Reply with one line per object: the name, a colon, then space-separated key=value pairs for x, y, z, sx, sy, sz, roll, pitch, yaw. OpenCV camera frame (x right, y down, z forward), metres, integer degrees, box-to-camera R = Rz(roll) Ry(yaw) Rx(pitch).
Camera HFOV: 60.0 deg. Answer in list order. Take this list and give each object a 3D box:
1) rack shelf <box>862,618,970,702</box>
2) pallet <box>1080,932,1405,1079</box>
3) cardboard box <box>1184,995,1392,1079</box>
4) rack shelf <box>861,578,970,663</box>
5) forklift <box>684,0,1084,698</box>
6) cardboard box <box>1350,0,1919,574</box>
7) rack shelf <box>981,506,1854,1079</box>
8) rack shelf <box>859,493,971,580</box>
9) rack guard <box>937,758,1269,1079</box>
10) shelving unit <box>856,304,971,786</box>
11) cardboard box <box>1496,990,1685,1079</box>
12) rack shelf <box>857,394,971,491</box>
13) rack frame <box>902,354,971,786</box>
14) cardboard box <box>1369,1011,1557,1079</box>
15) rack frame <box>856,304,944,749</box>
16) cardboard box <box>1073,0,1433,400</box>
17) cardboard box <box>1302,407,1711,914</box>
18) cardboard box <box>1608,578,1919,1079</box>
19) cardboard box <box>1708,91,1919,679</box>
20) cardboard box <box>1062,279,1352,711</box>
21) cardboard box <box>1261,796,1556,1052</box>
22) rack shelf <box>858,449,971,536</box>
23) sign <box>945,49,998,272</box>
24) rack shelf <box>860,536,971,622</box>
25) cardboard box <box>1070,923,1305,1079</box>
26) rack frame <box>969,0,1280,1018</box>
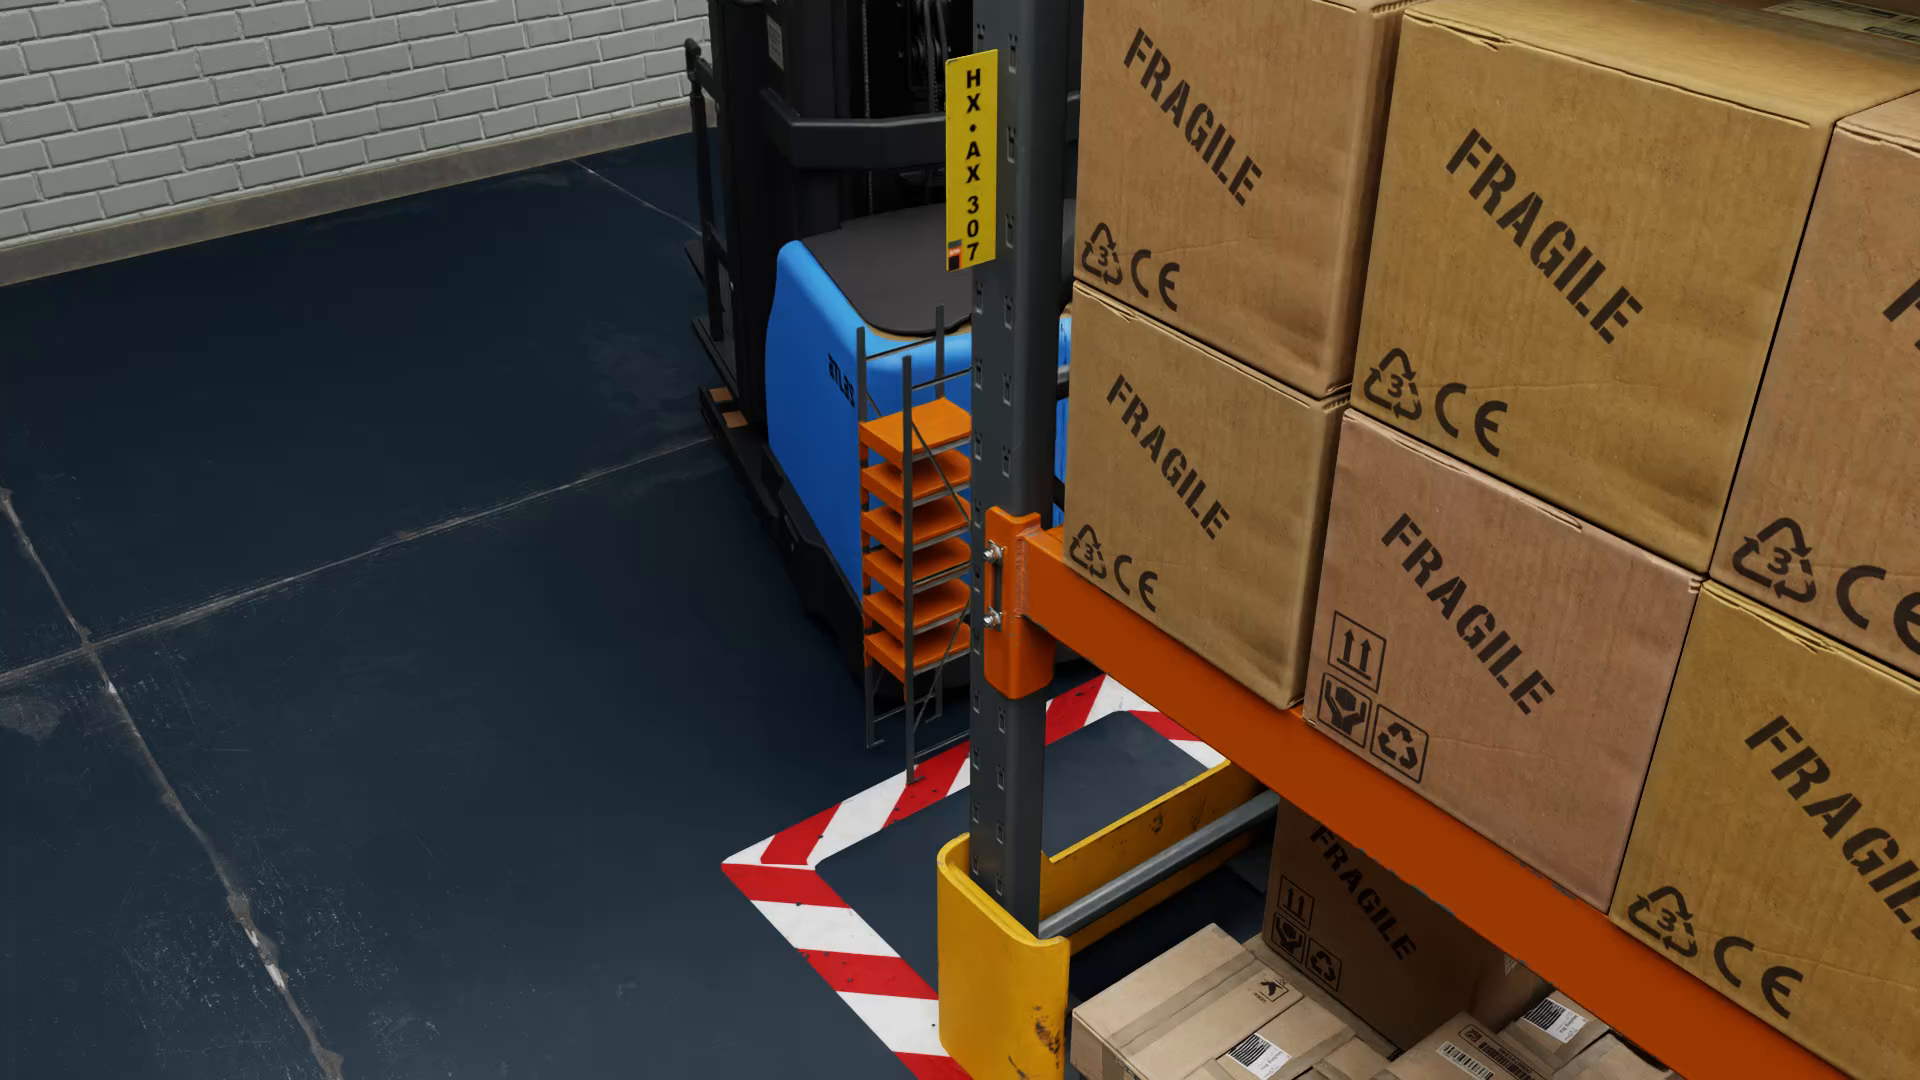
rack shelf: x=-0.089 y=0.281 z=4.196 sx=0.258 sy=0.103 sz=0.180 roll=-21 pitch=37 yaw=-30
pallet: x=0.985 y=1.175 z=3.159 sx=1.003 sy=0.211 sz=1.213 roll=-22 pitch=38 yaw=-31
cardboard box: x=0.587 y=1.033 z=3.012 sx=0.380 sy=0.166 sz=0.250 roll=-22 pitch=38 yaw=-31
rack shelf: x=-0.088 y=0.179 z=4.133 sx=0.258 sy=0.103 sz=0.180 roll=-21 pitch=37 yaw=-30
forklift: x=-0.271 y=-1.590 z=5.033 sx=1.130 sy=2.935 sz=3.031 roll=-11 pitch=34 yaw=-17
cardboard box: x=0.839 y=-0.355 z=1.937 sx=0.500 sy=0.500 sz=0.500 roll=-22 pitch=38 yaw=-31
rack shelf: x=1.675 y=0.765 z=1.856 sx=1.077 sy=0.370 sz=4.000 roll=-22 pitch=38 yaw=-31
rack shelf: x=-0.086 y=-0.026 z=4.008 sx=0.258 sy=0.103 sz=0.180 roll=-21 pitch=37 yaw=-30
rack guard: x=0.495 y=0.720 z=3.617 sx=1.175 sy=0.500 sz=0.348 roll=-22 pitch=38 yaw=-31
shelving unit: x=-0.087 y=0.039 z=4.047 sx=0.258 sy=1.200 sz=0.189 roll=-21 pitch=37 yaw=-30
cardboard box: x=1.154 y=0.988 z=3.085 sx=0.380 sy=0.166 sz=0.250 roll=-22 pitch=38 yaw=-31
rack shelf: x=-0.084 y=-0.230 z=3.882 sx=0.258 sy=0.103 sz=0.180 roll=-21 pitch=37 yaw=-30
rack frame: x=-0.033 y=0.078 z=3.984 sx=0.240 sy=1.200 sz=0.006 roll=-21 pitch=37 yaw=-30
cardboard box: x=0.865 y=1.134 z=2.770 sx=0.500 sy=0.250 sz=0.500 roll=-22 pitch=38 yaw=-31
rack frame: x=-0.141 y=0.000 z=4.110 sx=0.240 sy=1.200 sz=0.006 roll=-21 pitch=37 yaw=-30
cardboard box: x=0.512 y=-0.571 z=2.283 sx=0.500 sy=0.500 sz=0.500 roll=-21 pitch=38 yaw=-30
cardboard box: x=0.833 y=0.067 z=2.204 sx=0.500 sy=0.500 sz=0.500 roll=-23 pitch=38 yaw=-32
cardboard box: x=1.138 y=0.278 z=1.865 sx=0.500 sy=0.500 sz=0.500 roll=-22 pitch=38 yaw=-32
cardboard box: x=1.142 y=-0.145 z=1.598 sx=0.500 sy=0.500 sz=0.500 roll=-22 pitch=38 yaw=-31
cardboard box: x=0.512 y=-0.146 z=2.547 sx=0.500 sy=0.500 sz=0.500 roll=-21 pitch=38 yaw=-30
cardboard box: x=0.977 y=0.648 z=3.316 sx=0.500 sy=0.500 sz=0.500 roll=-22 pitch=38 yaw=-31
rack shelf: x=-0.085 y=-0.128 z=3.945 sx=0.258 sy=0.103 sz=0.180 roll=-21 pitch=37 yaw=-30
sign: x=0.020 y=-0.566 z=2.497 sx=0.100 sy=0.325 sz=0.005 roll=-22 pitch=38 yaw=-31
rack shelf: x=-0.087 y=0.077 z=4.070 sx=0.258 sy=0.103 sz=0.180 roll=-21 pitch=37 yaw=-30
cardboard box: x=0.434 y=0.936 z=3.185 sx=0.380 sy=0.149 sz=0.250 roll=-22 pitch=38 yaw=-31
rack frame: x=0.449 y=-0.374 z=3.009 sx=1.000 sy=3.000 sz=0.127 roll=-22 pitch=38 yaw=-31
